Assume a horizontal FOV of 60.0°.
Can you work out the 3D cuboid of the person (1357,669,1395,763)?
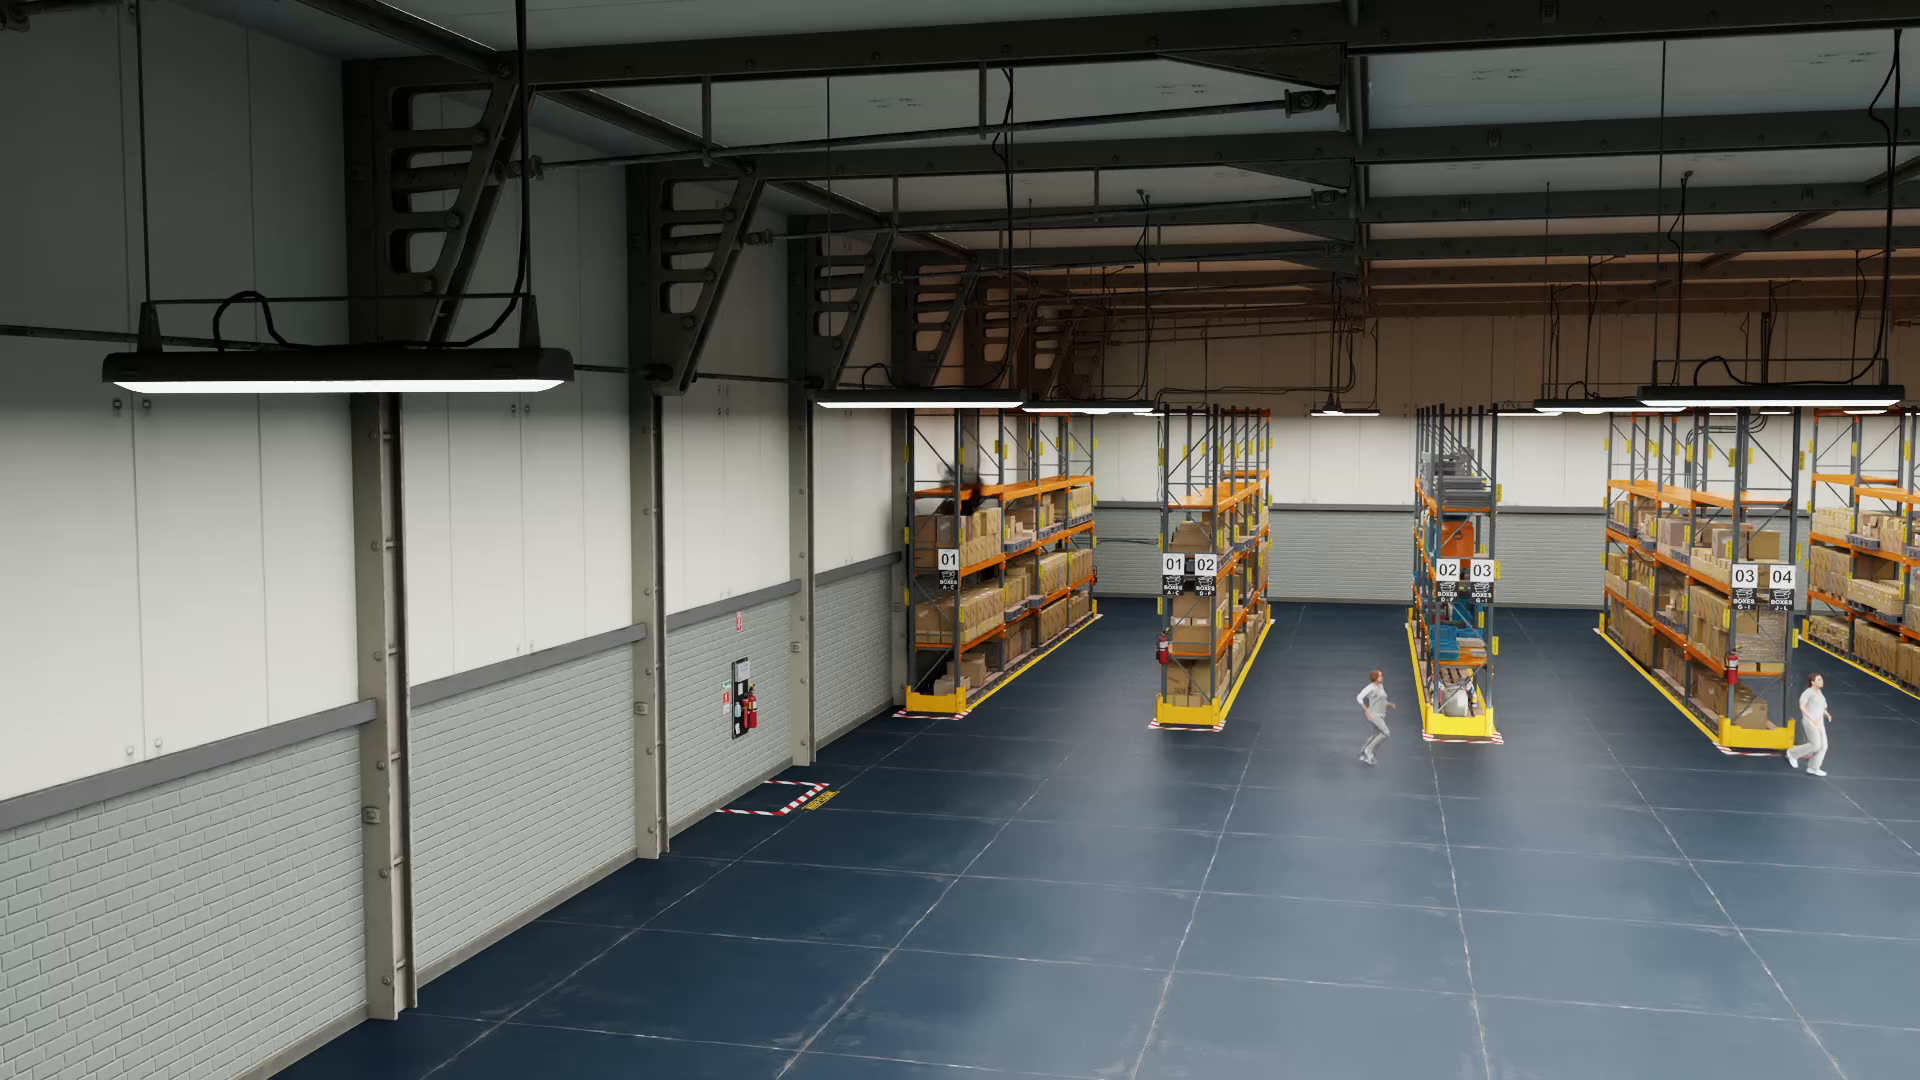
[{"bbox_3d":[6.903,2.925,27.486,0.608,1.563,0.513,3,5,37],"label":"person"}]

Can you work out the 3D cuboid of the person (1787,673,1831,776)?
[{"bbox_3d":[13.742,2.953,26.885,0.586,1.645,0.615,-3,5,-35],"label":"person"}]

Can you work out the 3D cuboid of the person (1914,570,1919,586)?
[{"bbox_3d":[25.365,1.657,43.936,0.631,1.752,0.644,1,4,20],"label":"person"}]

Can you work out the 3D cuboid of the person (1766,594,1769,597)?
[{"bbox_3d":[21.517,1.635,43.950,0.662,1.714,0.705,-3,5,-36],"label":"person"}]
